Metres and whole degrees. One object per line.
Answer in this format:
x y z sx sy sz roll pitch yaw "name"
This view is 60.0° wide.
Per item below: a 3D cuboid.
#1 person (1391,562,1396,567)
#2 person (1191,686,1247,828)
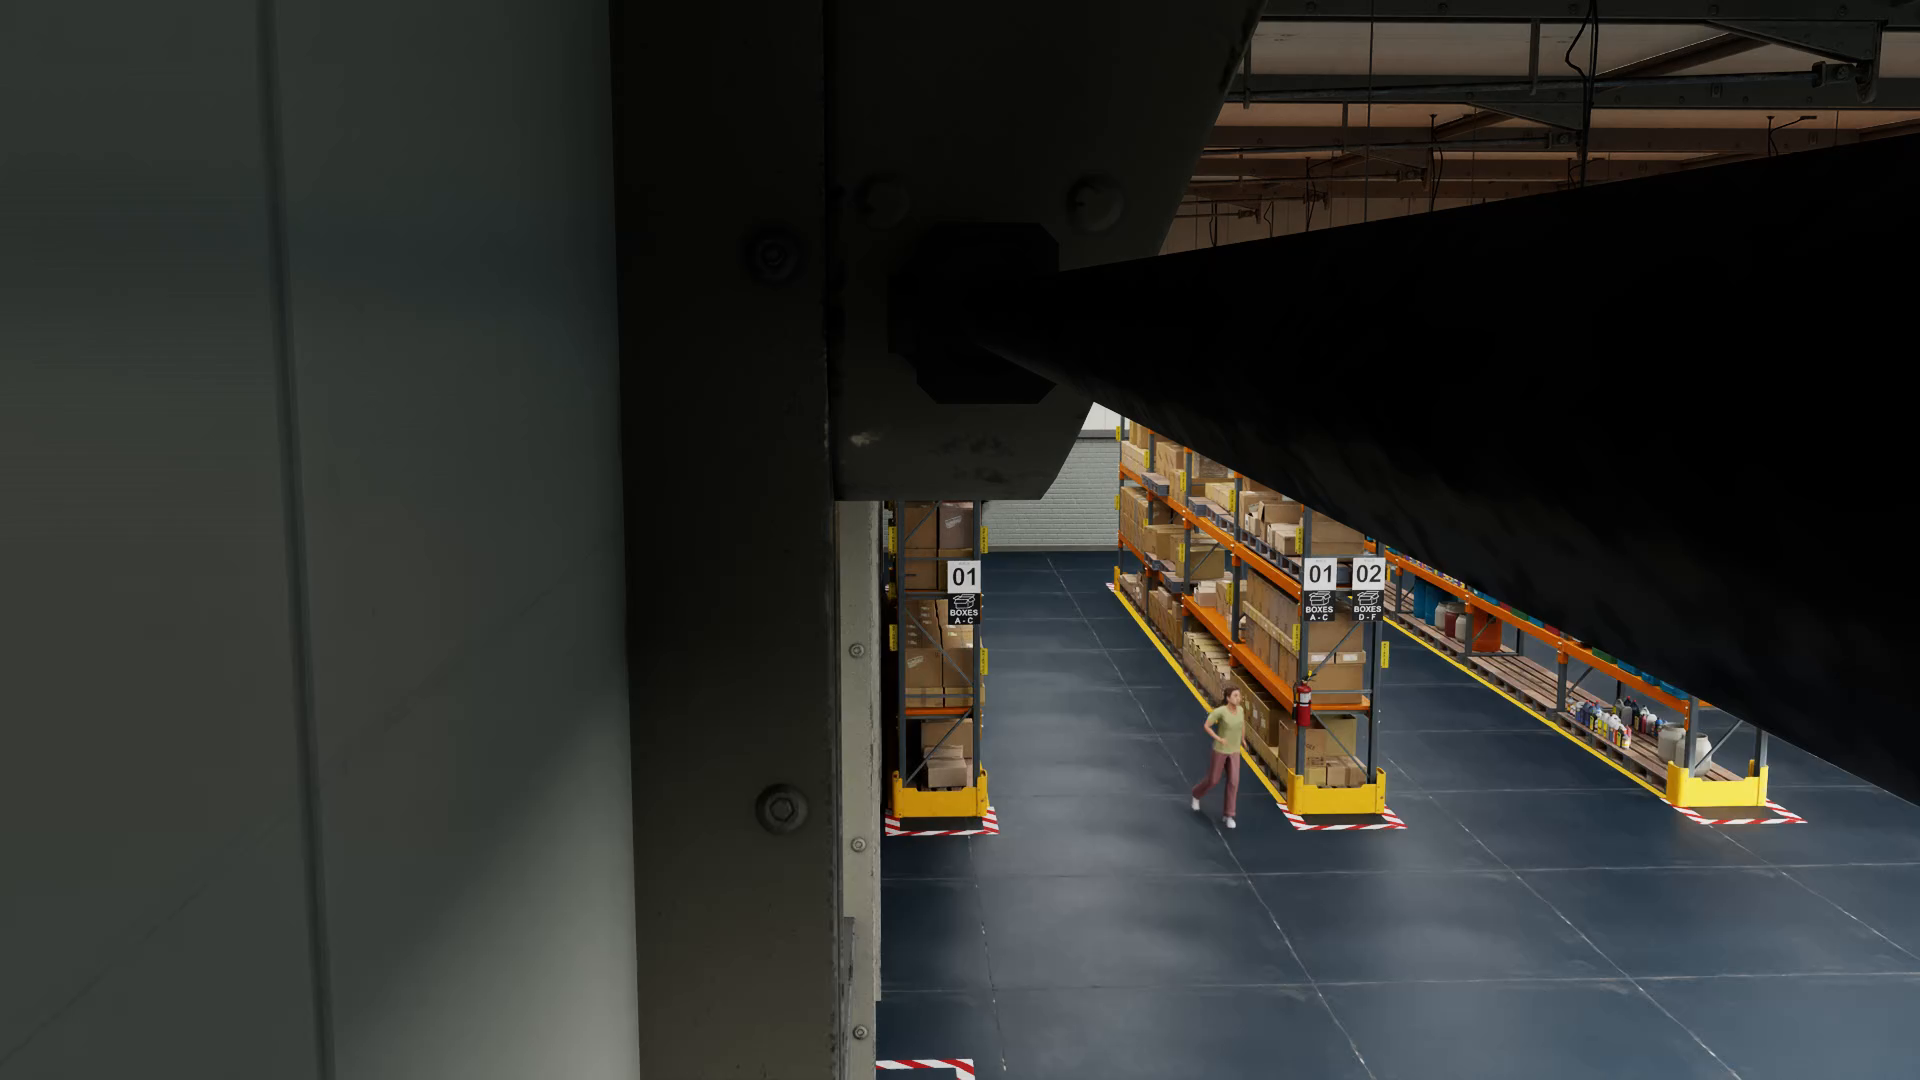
10.576 -0.017 39.122 0.807 1.422 0.526 2 8 13 "person"
3.277 2.593 20.321 0.640 1.640 0.950 -3 9 -19 "person"
